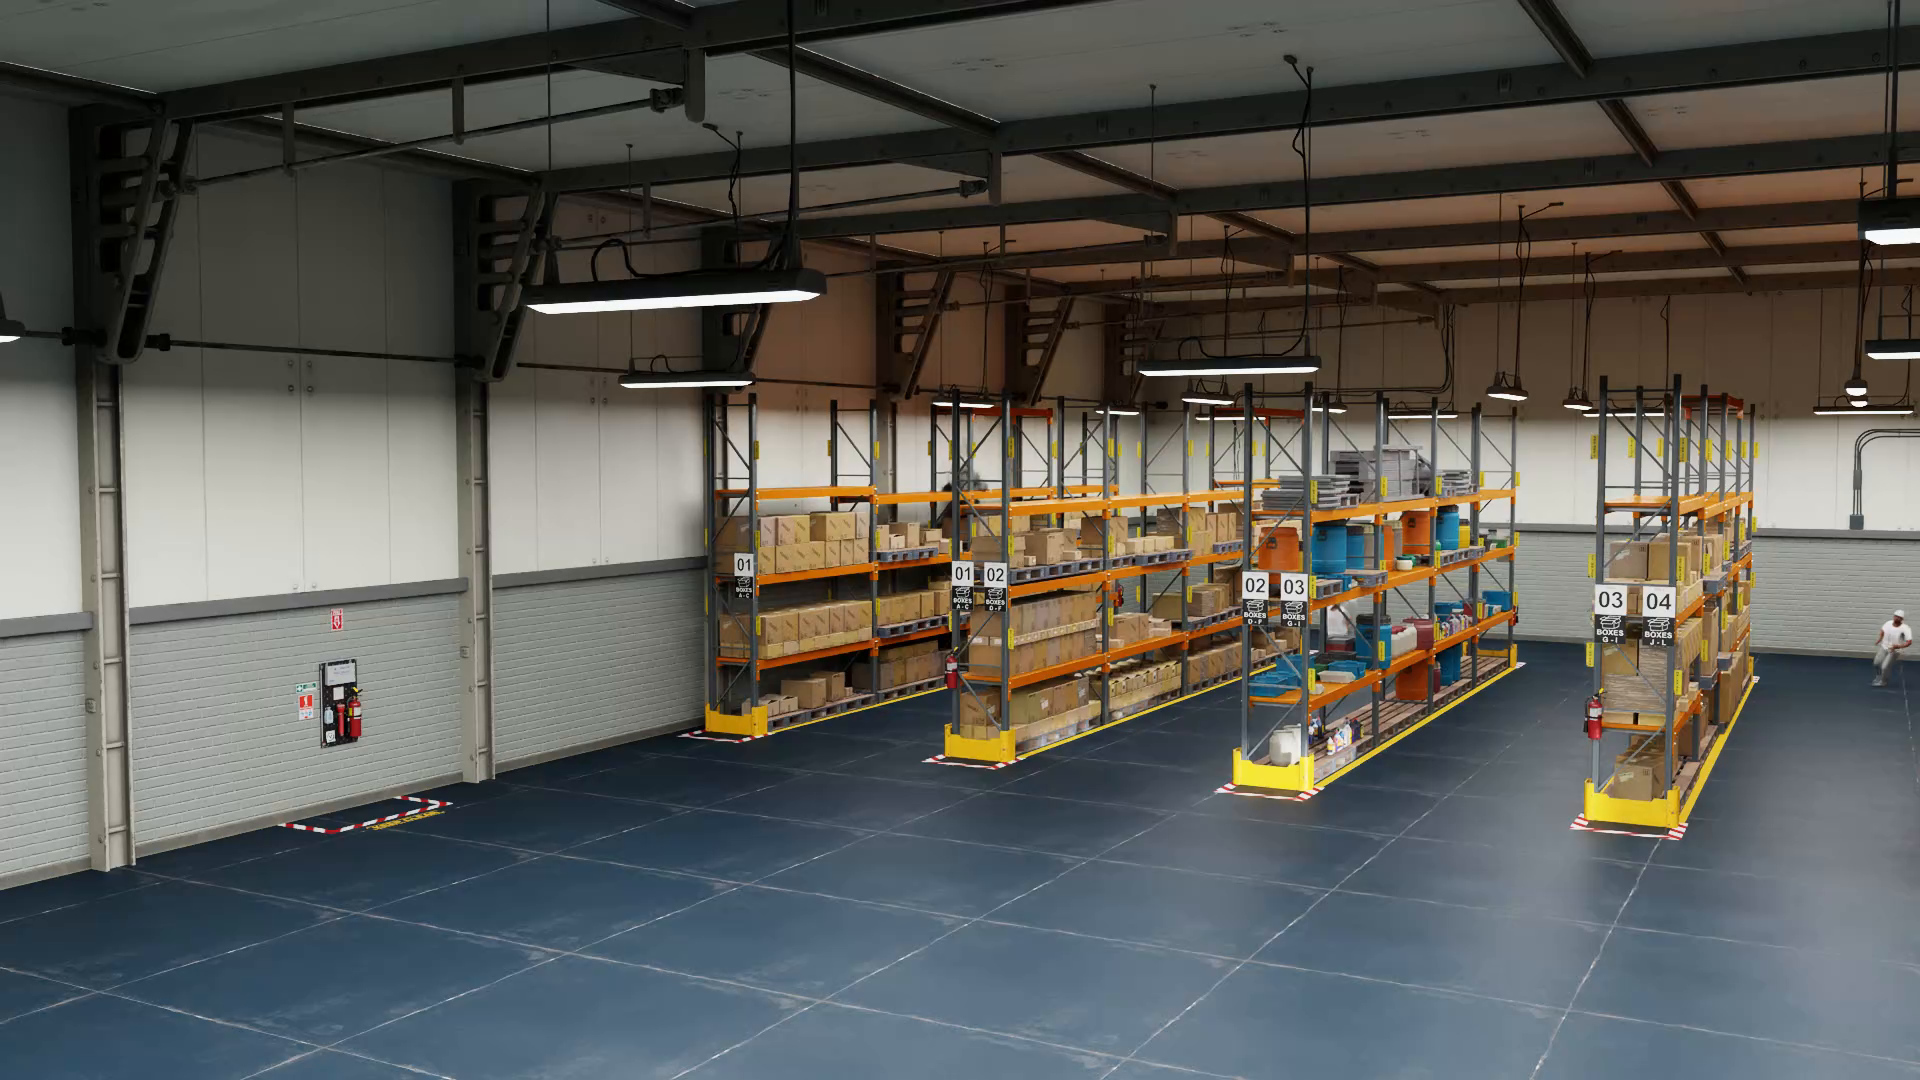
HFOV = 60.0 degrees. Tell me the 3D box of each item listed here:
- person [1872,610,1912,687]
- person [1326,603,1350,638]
[{"bbox_3d":[19.517,2.287,34.886,0.634,1.666,0.848,-2,4,-37],"label":"person"},{"bbox_3d":[8.377,2.111,37.238,0.654,1.736,0.576,1,3,21],"label":"person"}]
